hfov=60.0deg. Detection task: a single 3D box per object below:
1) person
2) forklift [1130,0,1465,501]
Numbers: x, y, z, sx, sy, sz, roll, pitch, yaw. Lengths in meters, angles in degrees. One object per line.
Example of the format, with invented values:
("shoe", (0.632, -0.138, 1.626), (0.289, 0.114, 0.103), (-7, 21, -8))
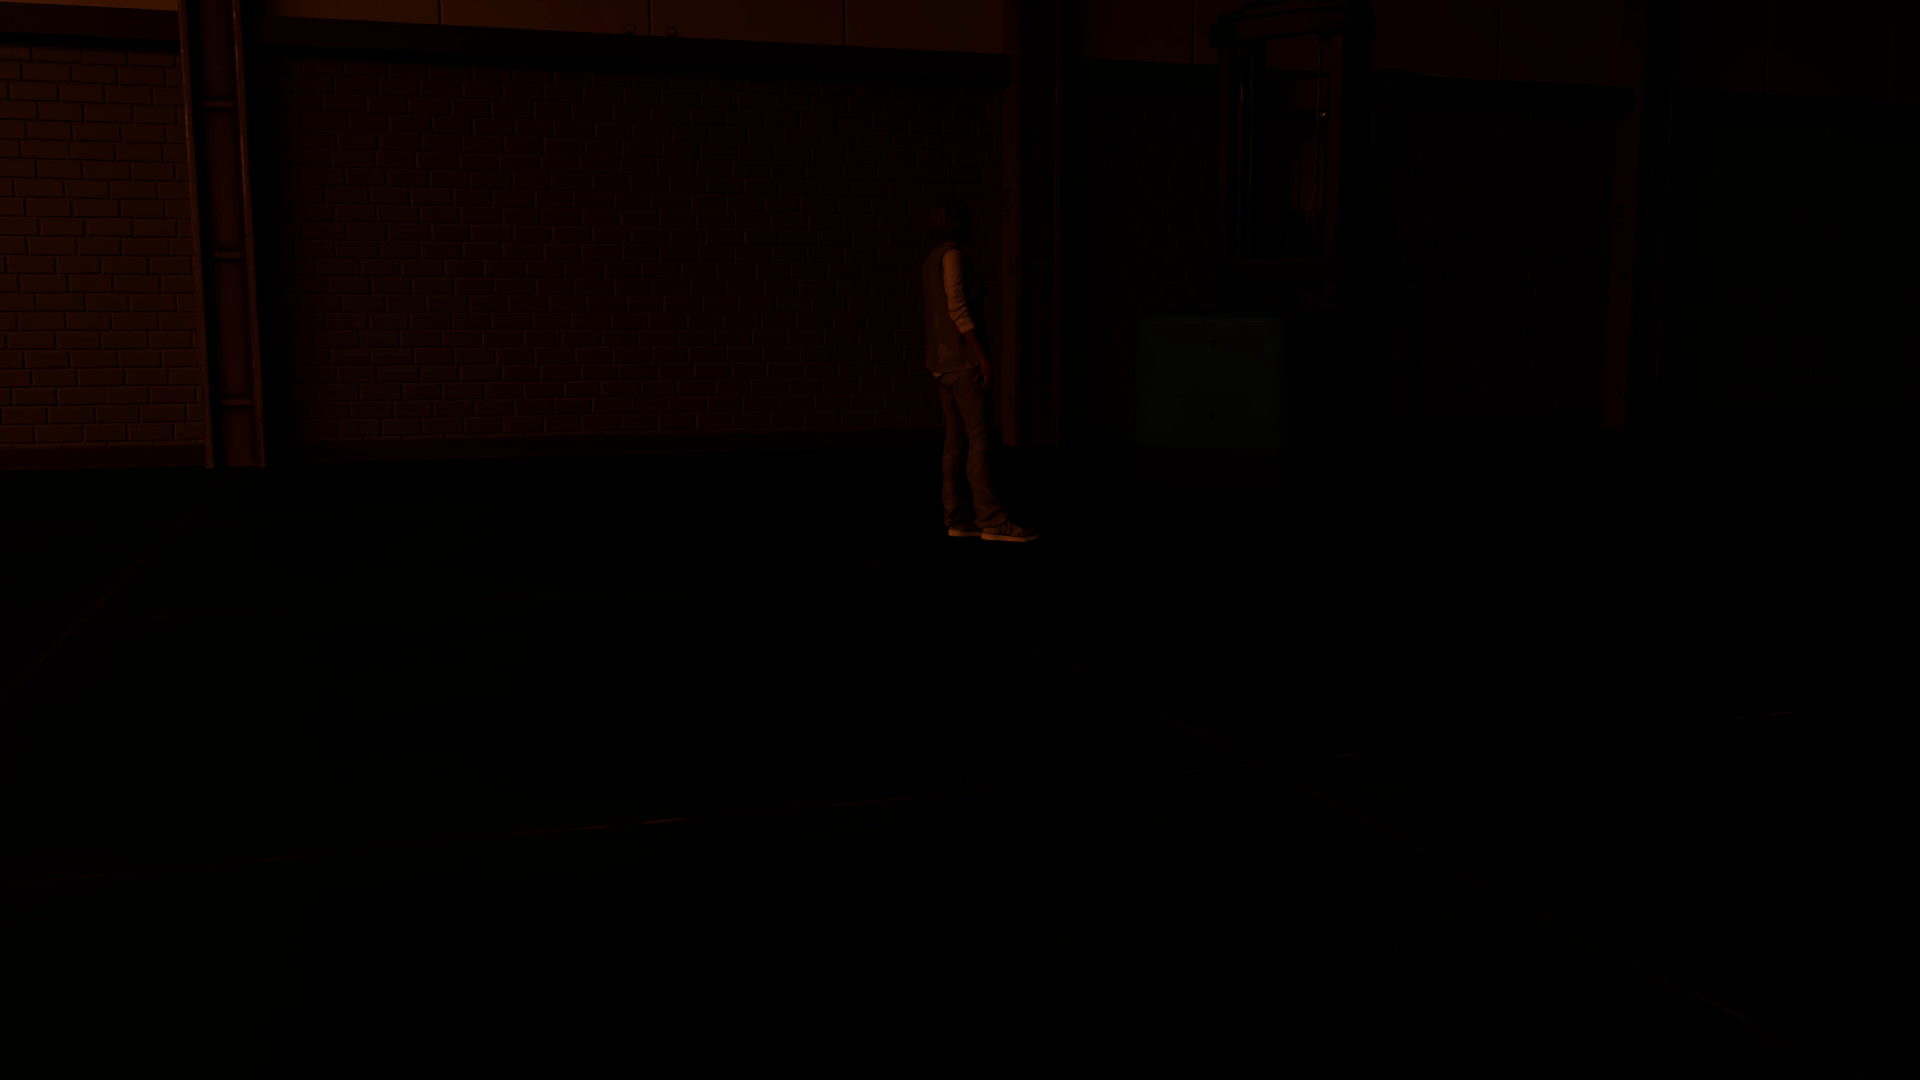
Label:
("person", (0.074, -0.800, 7.825), (0.475, 1.596, 0.521), (-3, 8, -18))
("forklift", (2.317, -1.825, 10.468), (1.130, 2.935, 3.031), (6, 10, 38))
